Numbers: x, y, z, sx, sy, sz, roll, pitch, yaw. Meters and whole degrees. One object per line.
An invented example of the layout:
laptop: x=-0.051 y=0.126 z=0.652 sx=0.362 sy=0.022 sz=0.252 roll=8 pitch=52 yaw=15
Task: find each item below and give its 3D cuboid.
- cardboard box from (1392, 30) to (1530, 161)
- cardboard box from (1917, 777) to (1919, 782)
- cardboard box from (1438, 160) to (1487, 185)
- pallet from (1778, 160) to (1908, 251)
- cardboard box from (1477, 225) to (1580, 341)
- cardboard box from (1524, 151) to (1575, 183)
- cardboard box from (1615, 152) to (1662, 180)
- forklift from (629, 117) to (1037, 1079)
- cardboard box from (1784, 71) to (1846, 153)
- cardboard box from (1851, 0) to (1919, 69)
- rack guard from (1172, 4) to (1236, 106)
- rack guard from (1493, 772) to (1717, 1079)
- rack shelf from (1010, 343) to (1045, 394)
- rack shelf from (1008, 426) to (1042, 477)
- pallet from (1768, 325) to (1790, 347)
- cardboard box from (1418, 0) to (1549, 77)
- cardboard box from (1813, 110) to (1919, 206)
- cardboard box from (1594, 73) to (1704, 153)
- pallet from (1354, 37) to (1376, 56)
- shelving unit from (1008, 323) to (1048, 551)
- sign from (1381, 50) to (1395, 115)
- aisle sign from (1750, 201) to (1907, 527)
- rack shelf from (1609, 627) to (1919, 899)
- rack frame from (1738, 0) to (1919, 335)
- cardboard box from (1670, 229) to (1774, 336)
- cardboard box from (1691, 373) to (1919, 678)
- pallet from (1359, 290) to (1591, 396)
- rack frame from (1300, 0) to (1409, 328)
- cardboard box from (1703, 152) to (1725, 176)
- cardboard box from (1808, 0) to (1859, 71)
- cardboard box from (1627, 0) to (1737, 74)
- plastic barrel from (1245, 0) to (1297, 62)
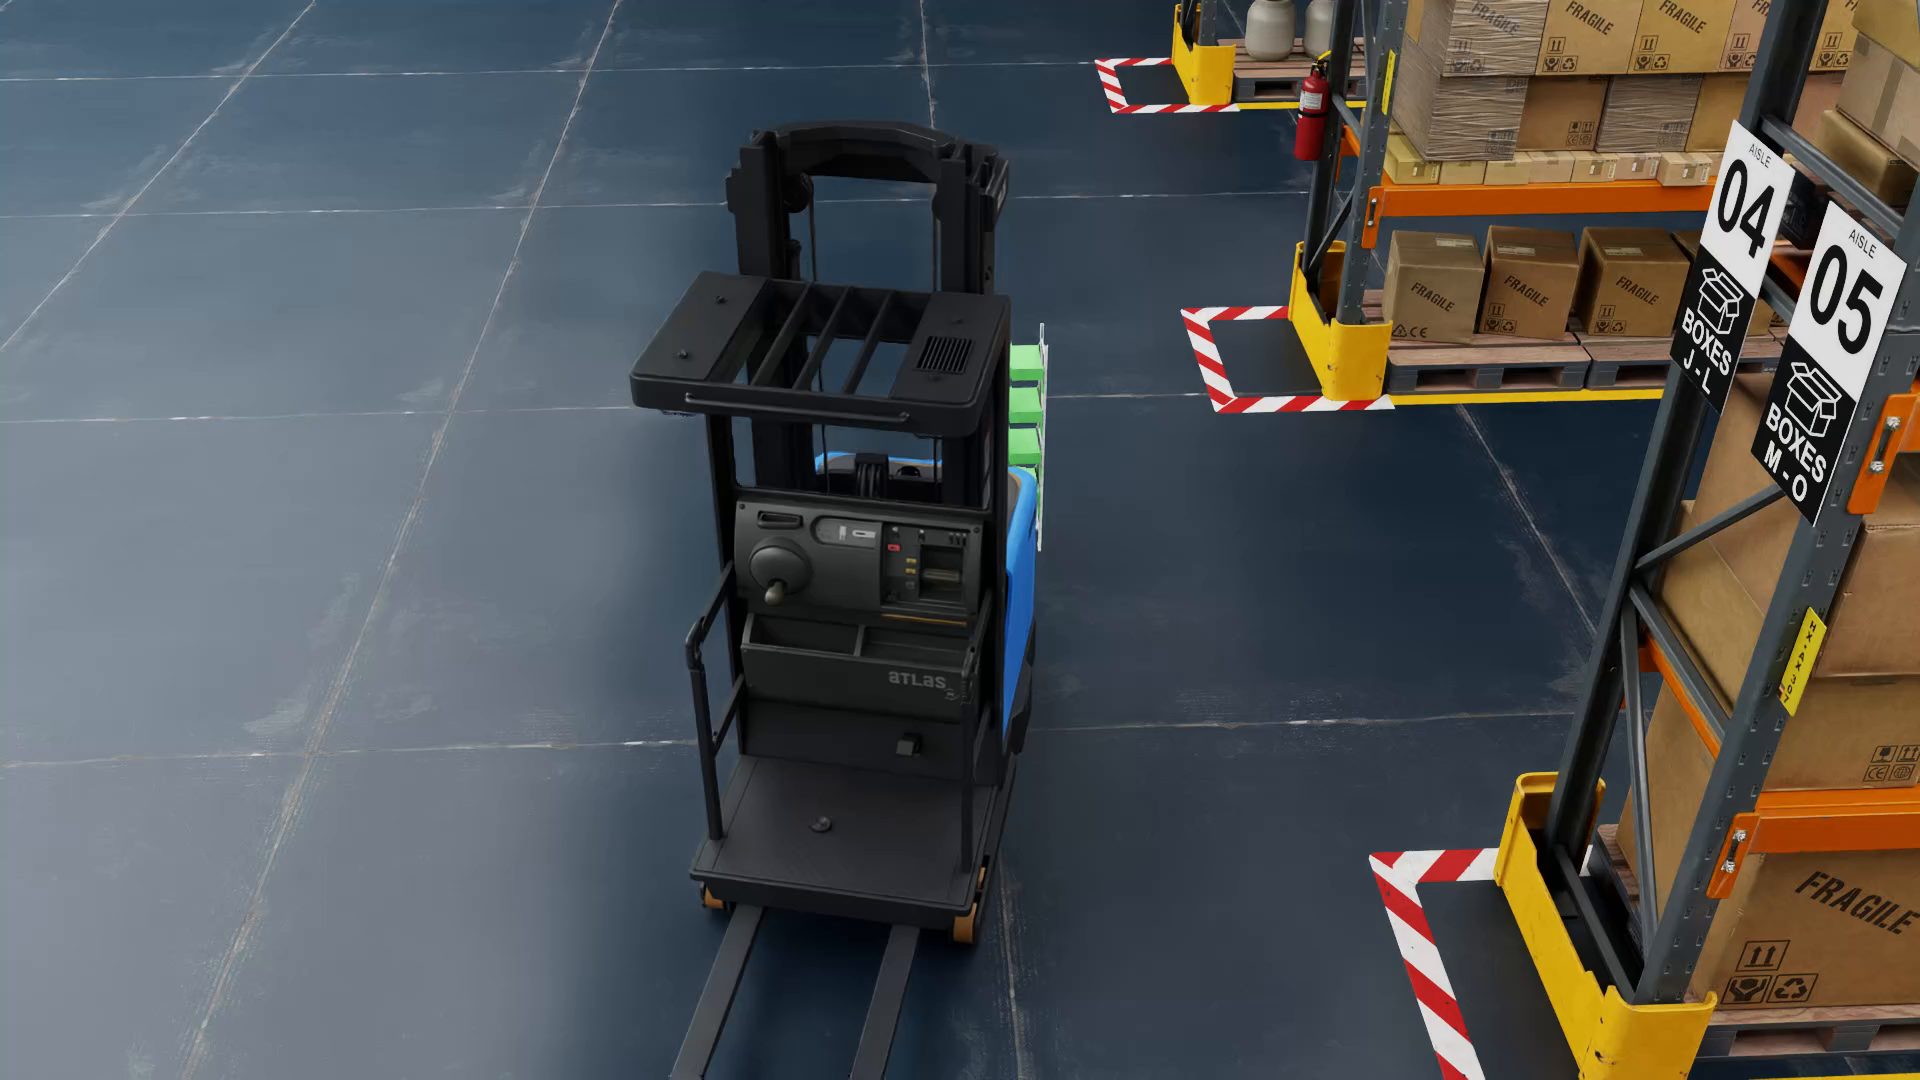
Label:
cardboard box: x=2.812 y=-2.560 z=9.464 sx=0.500 sy=0.500 sz=0.875 roll=-2 pitch=35 yaw=-2
cardboard box: x=3.312 y=0.300 z=5.549 sx=0.550 sy=0.550 sz=0.875 roll=-2 pitch=35 yaw=-2
cardboard box: x=2.808 y=-2.162 z=9.459 sx=0.250 sy=0.149 sz=0.380 roll=-2 pitch=35 yaw=-2
pallet: x=3.136 y=-0.798 z=4.710 sx=1.213 sy=0.211 sz=1.003 roll=-2 pitch=35 yaw=-2
cardboard box: x=3.481 y=-1.585 z=10.232 sx=0.500 sy=0.500 sz=0.500 roll=7 pitch=35 yaw=10
cardboard box: x=3.307 y=-2.179 z=9.484 sx=0.250 sy=0.149 sz=0.380 roll=-2 pitch=35 yaw=-2
cardboard box: x=3.806 y=-2.204 z=9.520 sx=0.250 sy=0.149 sz=0.380 roll=-2 pitch=35 yaw=-2
forklift: x=-0.414 y=0.138 z=5.974 sx=1.130 sy=2.935 sz=3.031 roll=6 pitch=35 yaw=8
cardboard box: x=4.809 y=-2.628 z=9.562 sx=0.500 sy=0.500 sz=0.875 roll=-2 pitch=35 yaw=-2
cardboard box: x=2.716 y=-1.449 z=4.636 sx=0.250 sy=0.149 sz=0.380 roll=-1 pitch=35 yaw=-2
rack guard: x=2.101 y=-4.214 z=14.400 sx=0.348 sy=0.500 sz=1.175 roll=-2 pitch=35 yaw=-2
rack guard: x=2.371 y=1.453 z=6.211 sx=0.348 sy=0.500 sz=1.175 roll=-2 pitch=35 yaw=-2
rack shelf: x=0.165 y=-0.840 z=8.178 sx=0.480 sy=0.148 sz=0.258 roll=-2 pitch=35 yaw=-2
rack shelf: x=0.165 y=-0.445 z=8.451 sx=0.480 sy=0.148 sz=0.258 roll=-2 pitch=35 yaw=-2
pallet: x=5.588 y=-1.321 z=10.473 sx=1.213 sy=0.211 sz=1.003 roll=-2 pitch=35 yaw=-2
cardboard box: x=2.824 y=-2.832 z=8.979 sx=0.500 sy=0.500 sz=0.500 roll=-2 pitch=35 yaw=-2
cardboard box: x=2.711 y=-1.121 z=4.862 sx=0.250 sy=0.149 sz=0.380 roll=-2 pitch=35 yaw=-2
cardboard box: x=3.807 y=-2.631 z=9.566 sx=0.500 sy=0.500 sz=0.875 roll=-2 pitch=35 yaw=-2
pallet: x=4.128 y=-4.145 z=14.554 sx=1.213 sy=0.211 sz=1.003 roll=-2 pitch=35 yaw=-2
shelving unit: x=0.165 y=-0.498 z=8.415 sx=0.503 sy=1.200 sz=0.258 roll=-2 pitch=35 yaw=-2
sign: x=2.287 y=-2.445 z=8.887 sx=0.005 sy=0.325 sz=0.100 roll=-2 pitch=35 yaw=-2
aisle sign: x=2.339 y=-0.472 z=4.512 sx=0.004 sy=0.787 sz=0.394 roll=-2 pitch=35 yaw=-2
rack shelf: x=4.393 y=0.666 z=5.783 sx=4.000 sy=0.370 sz=1.077 roll=-2 pitch=35 yaw=-2
rack frame: x=2.395 y=-2.042 z=3.794 sx=0.127 sy=3.000 sz=1.000 roll=-2 pitch=35 yaw=-2
cardboard box: x=4.667 y=-1.581 z=10.226 sx=0.500 sy=0.500 sz=0.500 roll=-4 pitch=35 yaw=-6
cardboard box: x=2.768 y=-0.069 z=5.133 sx=0.550 sy=0.550 sz=0.875 roll=-2 pitch=35 yaw=-2
pallet: x=3.151 y=-1.255 z=10.378 sx=1.213 sy=0.211 sz=1.003 roll=-2 pitch=35 yaw=-2
rack frame: x=2.261 y=-2.398 z=9.579 sx=0.127 sy=3.000 sz=1.000 roll=-2 pitch=35 yaw=-2
cardboard box: x=4.304 y=-2.234 z=9.563 sx=0.250 sy=0.149 sz=0.380 roll=-2 pitch=35 yaw=-2
cardboard box: x=4.822 y=-2.884 z=9.054 sx=0.500 sy=0.500 sz=0.500 roll=-2 pitch=35 yaw=-2
cardboard box: x=3.823 y=-2.856 z=9.013 sx=0.500 sy=0.500 sz=0.500 roll=-2 pitch=35 yaw=-2
plastic barrel: x=2.681 y=-4.424 z=14.324 sx=0.421 sy=0.512 sz=0.421 roll=0 pitch=35 yaw=0
